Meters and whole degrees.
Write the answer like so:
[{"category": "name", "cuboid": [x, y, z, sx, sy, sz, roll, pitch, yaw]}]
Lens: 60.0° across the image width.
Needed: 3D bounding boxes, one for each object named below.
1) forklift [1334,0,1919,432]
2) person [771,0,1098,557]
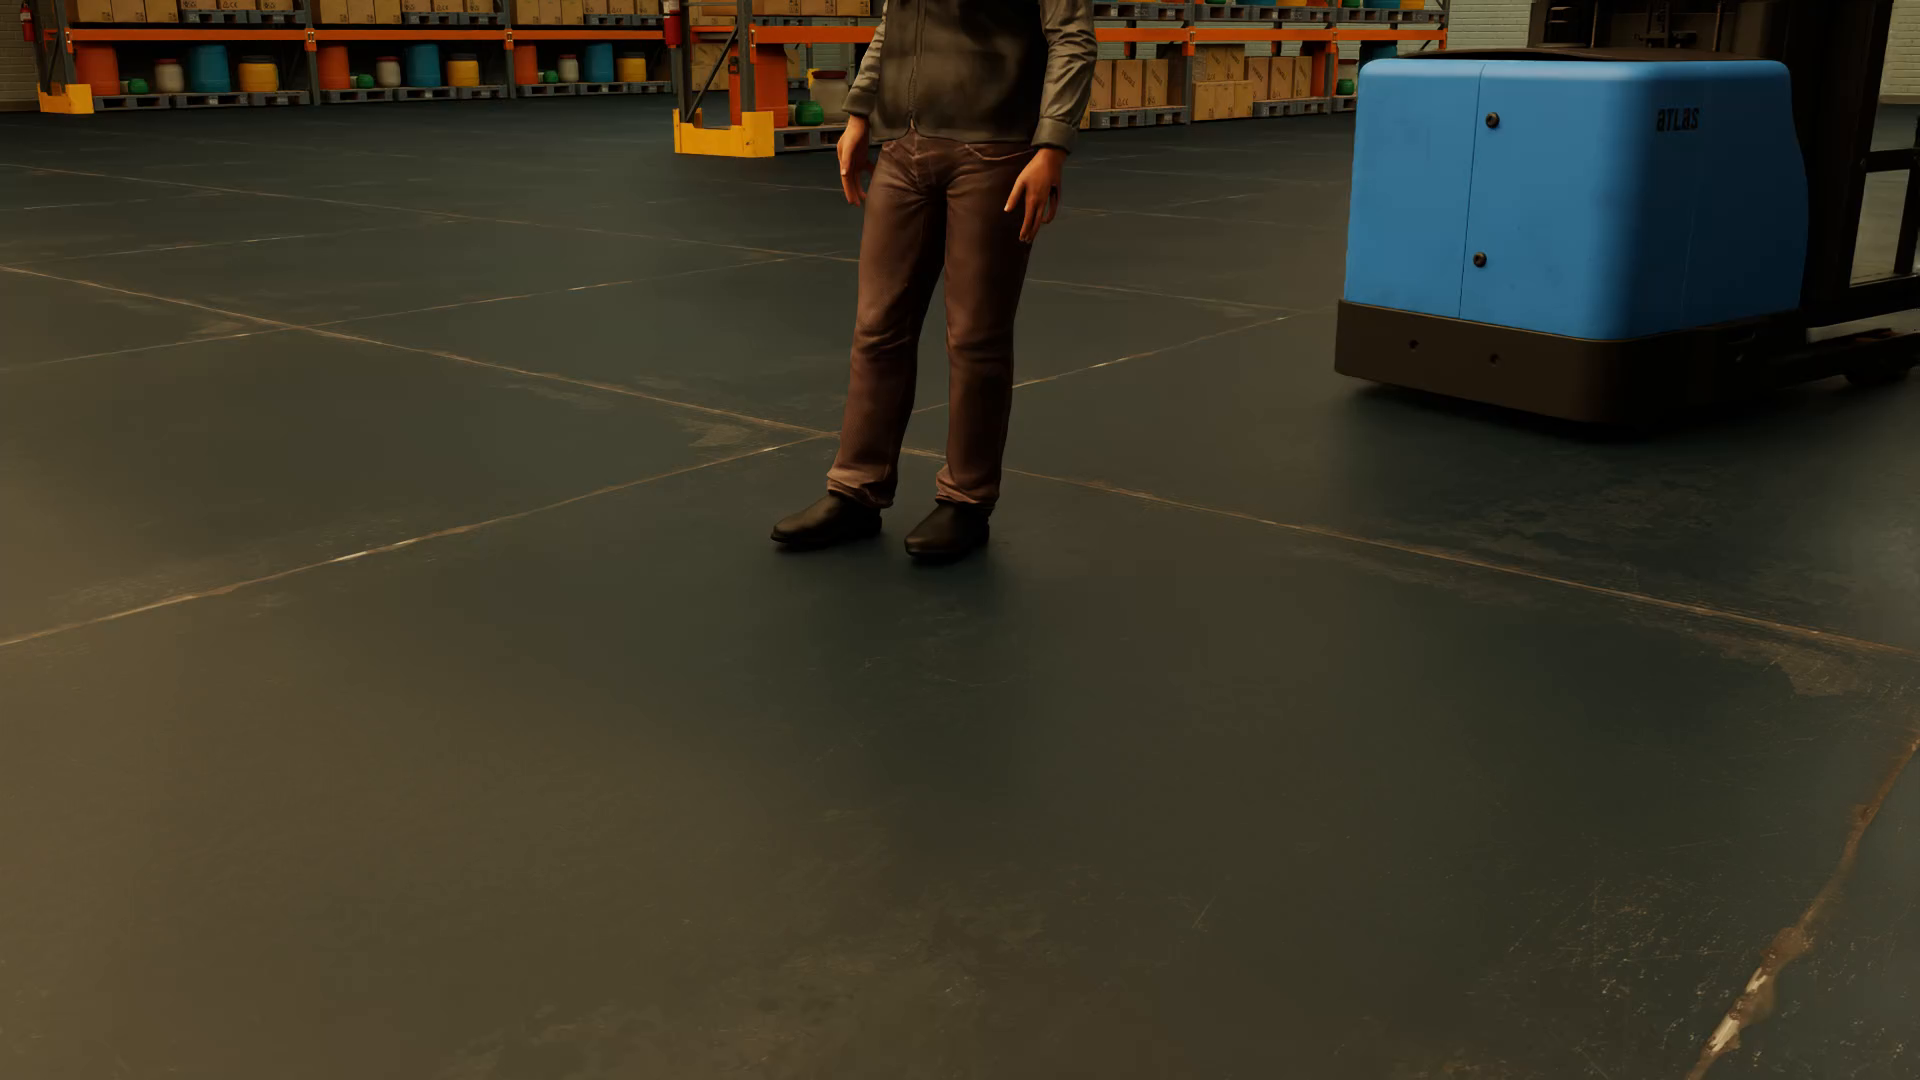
[{"category": "forklift", "cuboid": [2.734, -2.043, 5.624, 3.031, 2.935, 1.130, -12, 21, -35]}, {"category": "person", "cuboid": [-0.046, -0.818, 3.649, 0.632, 1.720, 0.568, 13, 21, 37]}]
